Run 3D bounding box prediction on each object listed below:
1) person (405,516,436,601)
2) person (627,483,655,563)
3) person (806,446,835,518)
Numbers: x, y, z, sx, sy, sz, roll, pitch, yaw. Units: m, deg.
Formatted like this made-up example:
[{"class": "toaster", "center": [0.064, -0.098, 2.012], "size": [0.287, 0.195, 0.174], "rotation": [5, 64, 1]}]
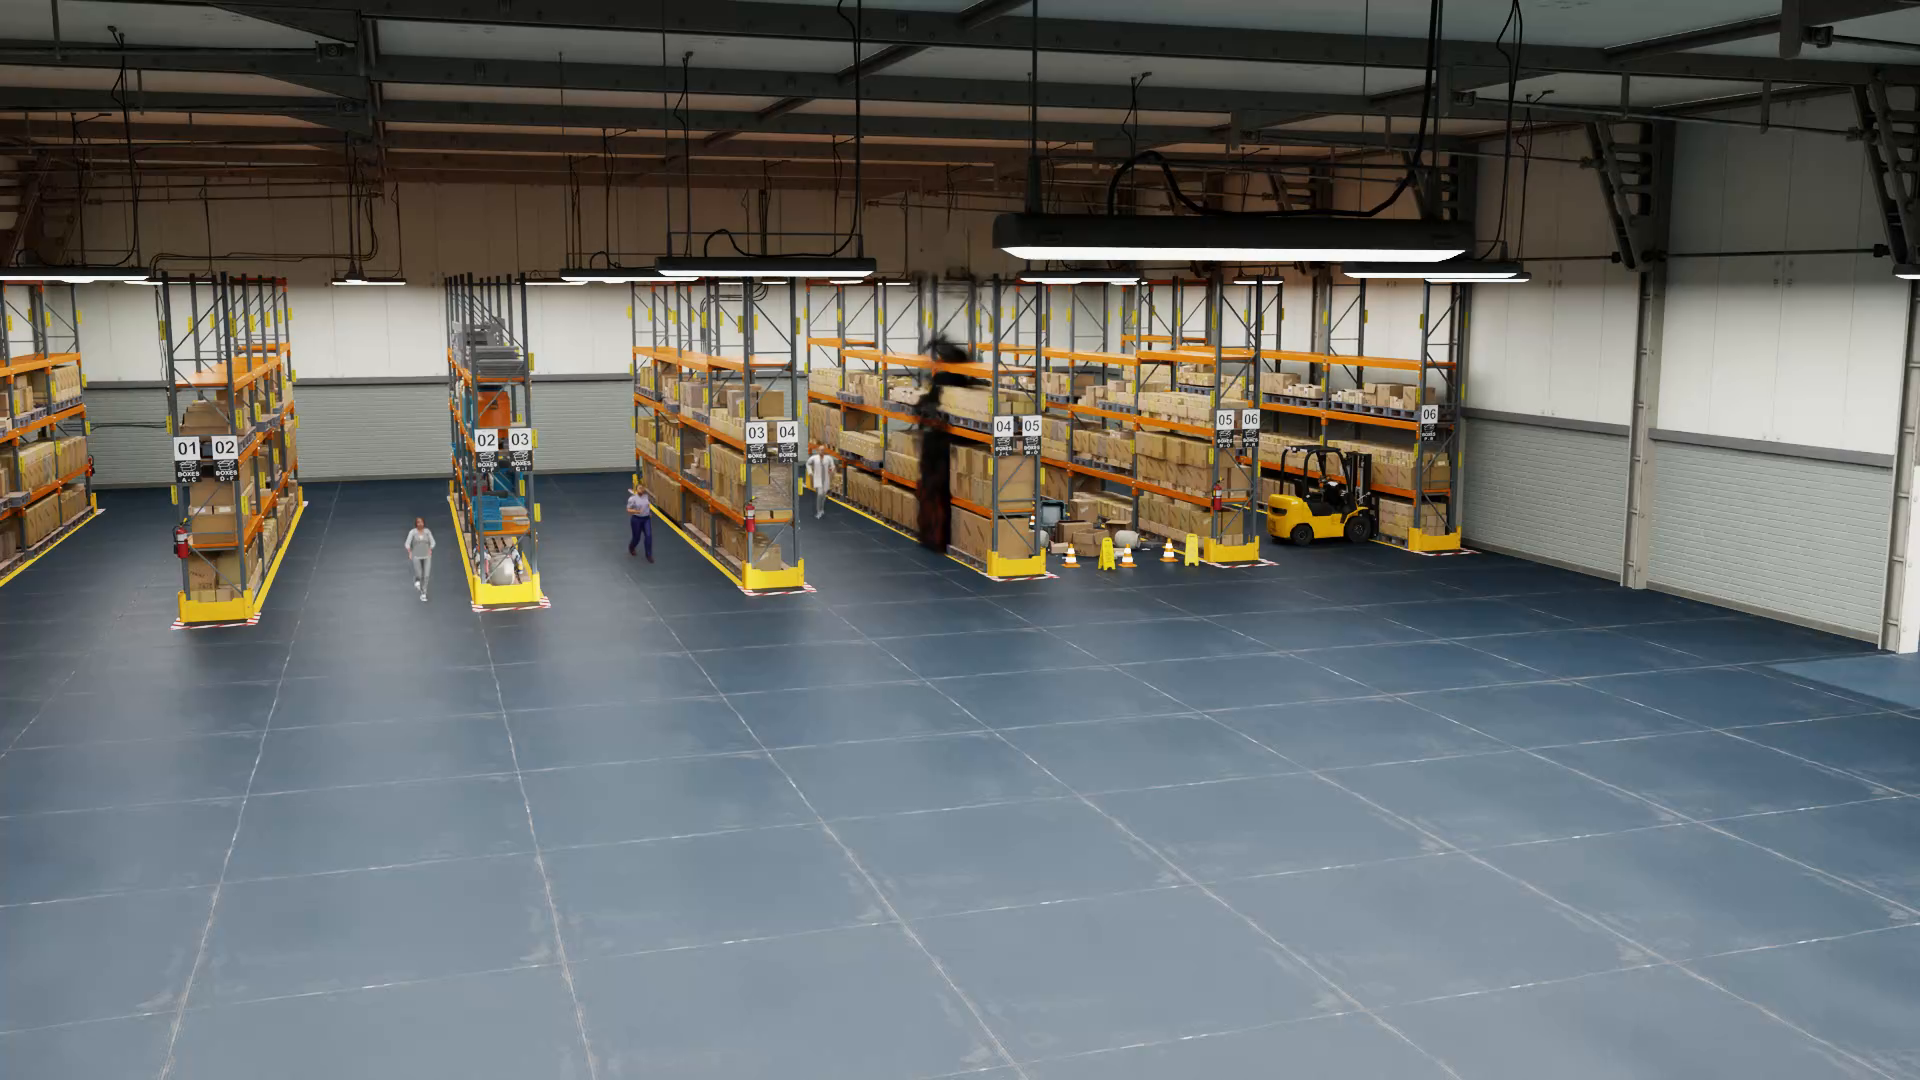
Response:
[{"class": "person", "center": [-9.974, 0.334, 30.786], "size": [0.538, 1.557, 0.549], "rotation": [-4, 10, -25]}, {"class": "person", "center": [-6.724, -0.331, 35.037], "size": [0.606, 1.560, 0.904], "rotation": [-6, 10, -34]}, {"class": "person", "center": [-3.485, -1.462, 41.969], "size": [0.688, 1.839, 0.836], "rotation": [-3, 9, -21]}]
